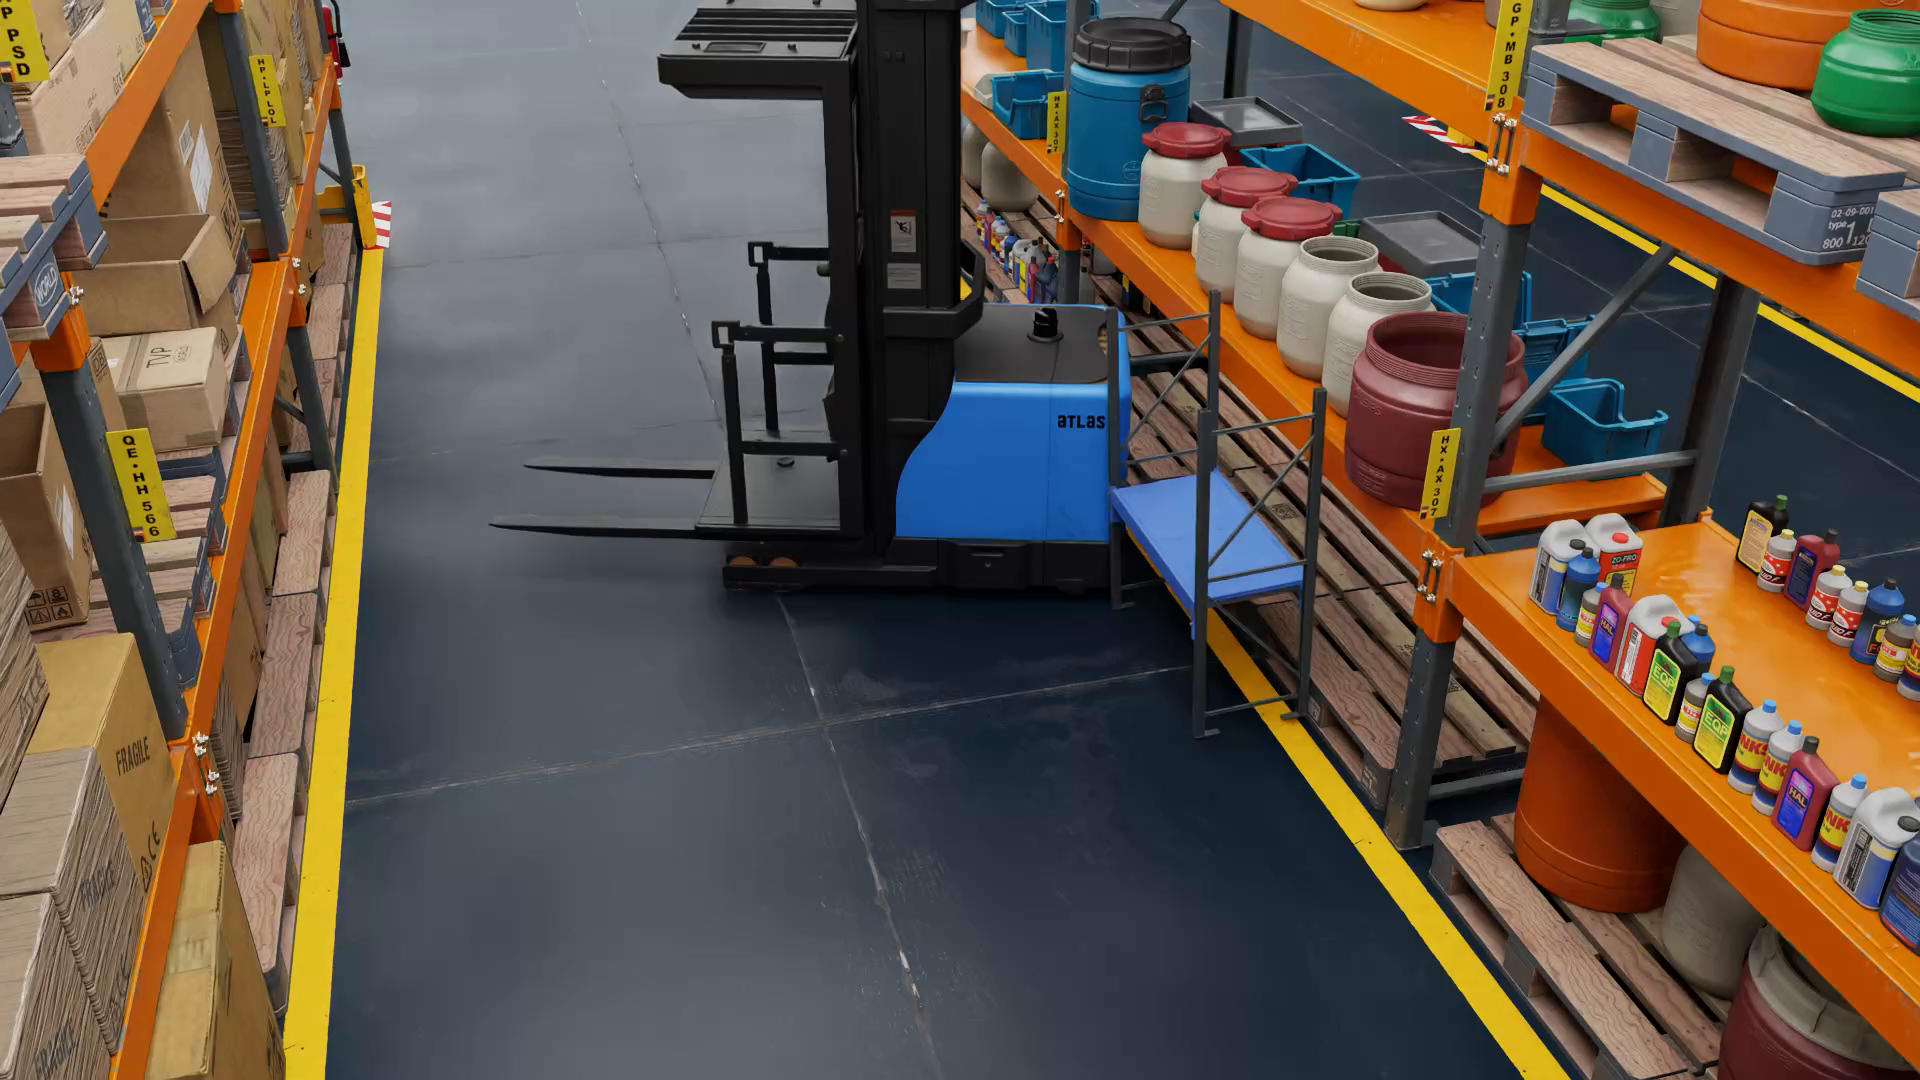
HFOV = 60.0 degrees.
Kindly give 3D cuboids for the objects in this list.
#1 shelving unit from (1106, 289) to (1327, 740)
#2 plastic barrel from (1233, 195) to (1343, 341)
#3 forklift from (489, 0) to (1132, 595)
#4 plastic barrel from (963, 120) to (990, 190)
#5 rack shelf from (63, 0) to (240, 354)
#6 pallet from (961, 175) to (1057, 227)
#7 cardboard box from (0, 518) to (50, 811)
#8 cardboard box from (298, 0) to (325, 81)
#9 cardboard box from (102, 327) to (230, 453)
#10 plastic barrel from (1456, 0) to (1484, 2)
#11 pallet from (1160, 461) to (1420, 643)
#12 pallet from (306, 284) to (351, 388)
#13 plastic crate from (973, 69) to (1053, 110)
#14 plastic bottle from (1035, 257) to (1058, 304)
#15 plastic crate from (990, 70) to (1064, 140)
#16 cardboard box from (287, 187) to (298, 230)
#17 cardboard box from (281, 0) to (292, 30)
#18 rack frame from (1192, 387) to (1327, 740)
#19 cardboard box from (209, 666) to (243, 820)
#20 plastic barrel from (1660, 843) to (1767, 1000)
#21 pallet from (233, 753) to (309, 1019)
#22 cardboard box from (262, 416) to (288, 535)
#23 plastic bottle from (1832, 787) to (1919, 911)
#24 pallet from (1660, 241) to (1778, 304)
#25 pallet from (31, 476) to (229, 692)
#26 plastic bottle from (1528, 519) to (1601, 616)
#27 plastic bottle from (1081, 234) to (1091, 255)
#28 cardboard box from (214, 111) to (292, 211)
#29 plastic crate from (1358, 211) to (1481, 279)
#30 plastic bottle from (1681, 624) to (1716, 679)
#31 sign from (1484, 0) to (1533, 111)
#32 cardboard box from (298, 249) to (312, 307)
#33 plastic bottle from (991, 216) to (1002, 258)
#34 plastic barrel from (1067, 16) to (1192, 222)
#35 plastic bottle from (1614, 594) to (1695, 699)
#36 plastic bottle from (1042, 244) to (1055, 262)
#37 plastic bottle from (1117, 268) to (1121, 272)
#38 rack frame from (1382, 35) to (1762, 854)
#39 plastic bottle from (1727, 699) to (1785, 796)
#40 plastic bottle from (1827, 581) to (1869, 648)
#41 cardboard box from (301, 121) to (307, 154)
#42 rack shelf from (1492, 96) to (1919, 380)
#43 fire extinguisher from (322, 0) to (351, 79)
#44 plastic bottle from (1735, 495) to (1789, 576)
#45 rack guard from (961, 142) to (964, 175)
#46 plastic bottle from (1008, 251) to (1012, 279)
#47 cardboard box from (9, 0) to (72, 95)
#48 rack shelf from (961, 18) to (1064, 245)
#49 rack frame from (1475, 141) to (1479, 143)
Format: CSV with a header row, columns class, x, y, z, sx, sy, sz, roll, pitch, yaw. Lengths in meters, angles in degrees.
class,x,y,z,sx,sy,sz,roll,pitch,yaw
shelving unit,1.029,-0.121,6.932,0.538,1.500,1.048,-11,32,-11
plastic barrel,1.396,-1.157,7.120,0.433,0.535,0.433,0,30,0
forklift,-0.722,-1.281,7.537,3.031,2.935,1.130,1,30,2
plastic barrel,0.231,-2.882,12.300,0.421,0.512,0.421,0,30,0
rack shelf,-3.200,-1.516,5.598,1.077,0.370,4.000,-8,31,-13
pallet,0.258,-2.455,12.280,1.003,0.211,1.213,-8,31,-13
cardboard box,-2.491,0.315,3.610,0.797,0.503,0.637,-7,31,-12
cardboard box,-4.425,-3.104,10.221,0.875,0.500,0.500,-8,31,-13
cardboard box,-2.893,-0.520,5.884,0.500,0.250,0.500,-9,31,-15
plastic barrel,1.924,-2.447,6.060,0.600,0.830,0.708,-8,31,-13
pallet,1.617,0.018,8.008,1.003,0.211,1.213,-8,31,-13
pallet,-4.271,-1.198,10.109,1.003,0.211,1.213,-8,31,-13
plastic crate,0.369,-2.790,10.339,0.530,0.136,0.437,-8,31,-13
plastic bottle,0.544,-1.563,10.160,0.144,0.351,0.185,-9,31,-16
plastic crate,0.489,-2.587,9.874,0.499,0.251,0.616,-8,31,-13
cardboard box,-3.552,-1.652,8.361,0.380,0.149,0.250,-8,31,-13
cardboard box,-4.015,-3.073,9.171,0.500,0.500,0.500,-8,31,-13
rack frame,1.159,0.125,6.506,0.500,1.500,0.032,-11,32,-11
cardboard box,-3.026,0.742,6.031,0.700,0.500,0.500,-10,32,-17
plastic barrel,2.488,1.169,5.301,0.421,0.512,0.421,0,30,0
pallet,-2.875,1.266,5.851,1.003,0.211,1.213,-8,31,-13
cardboard box,-3.589,-0.304,7.837,0.700,0.500,0.500,-10,32,-17
plastic bottle,2.277,0.754,4.077,0.152,0.276,0.135,-8,31,-13
pallet,5.650,-1.993,11.482,1.003,0.211,1.213,-8,31,-13
pallet,-2.961,0.190,5.118,1.213,0.211,1.003,-8,31,-13
plastic bottle,1.909,0.084,5.234,0.152,0.276,0.135,-8,31,-13
plastic bottle,0.855,-2.018,11.096,0.097,0.201,0.097,0,30,0
cardboard box,-3.791,-1.892,8.128,0.875,0.500,0.500,-8,31,-13
plastic crate,1.972,-1.070,7.041,0.402,0.464,0.583,-8,31,-13
plastic bottle,2.095,0.361,4.760,0.097,0.271,0.097,0,30,0
sign,1.577,-1.398,4.781,0.100,0.325,0.005,-8,31,-13
cardboard box,-4.304,-1.634,10.154,0.500,0.500,0.500,-5,30,-9
plastic bottle,0.254,-2.012,11.016,0.097,0.271,0.097,0,30,0
plastic barrel,0.855,-2.143,8.458,0.600,0.901,0.708,-8,31,-13
plastic bottle,2.032,0.308,4.848,0.152,0.276,0.135,-8,31,-13
plastic bottle,0.551,-1.715,10.492,0.061,0.283,0.133,-8,31,-13
plastic bottle,1.067,-1.939,10.810,0.144,0.351,0.185,-8,31,-14
rack frame,2.106,-0.221,5.638,1.000,3.000,0.127,-8,31,-13
plastic bottle,2.133,0.545,4.442,0.097,0.271,0.097,0,30,0
plastic bottle,2.725,0.220,5.074,0.097,0.201,0.097,0,30,0
cardboard box,-3.909,-2.252,9.398,0.380,0.149,0.250,-8,31,-13
rack shelf,2.637,-0.242,3.398,1.077,0.370,4.000,-8,31,-13
fire extinguisher,-4.379,-3.510,11.396,0.296,0.674,0.183,-8,31,-13
plastic bottle,2.625,-0.032,5.428,0.061,0.283,0.133,-8,31,-13
rack guard,0.048,-2.973,12.887,1.175,0.500,0.348,-8,31,-13
plastic bottle,0.362,-1.786,10.696,0.097,0.201,0.097,0,30,0
cardboard box,-2.546,-1.382,4.050,0.500,0.500,0.500,-8,31,-13
rack shelf,0.513,-2.808,10.825,1.077,0.370,4.000,-8,31,-13
rack frame,4.759,-4.742,13.448,1.000,3.000,0.127,-8,31,-13
